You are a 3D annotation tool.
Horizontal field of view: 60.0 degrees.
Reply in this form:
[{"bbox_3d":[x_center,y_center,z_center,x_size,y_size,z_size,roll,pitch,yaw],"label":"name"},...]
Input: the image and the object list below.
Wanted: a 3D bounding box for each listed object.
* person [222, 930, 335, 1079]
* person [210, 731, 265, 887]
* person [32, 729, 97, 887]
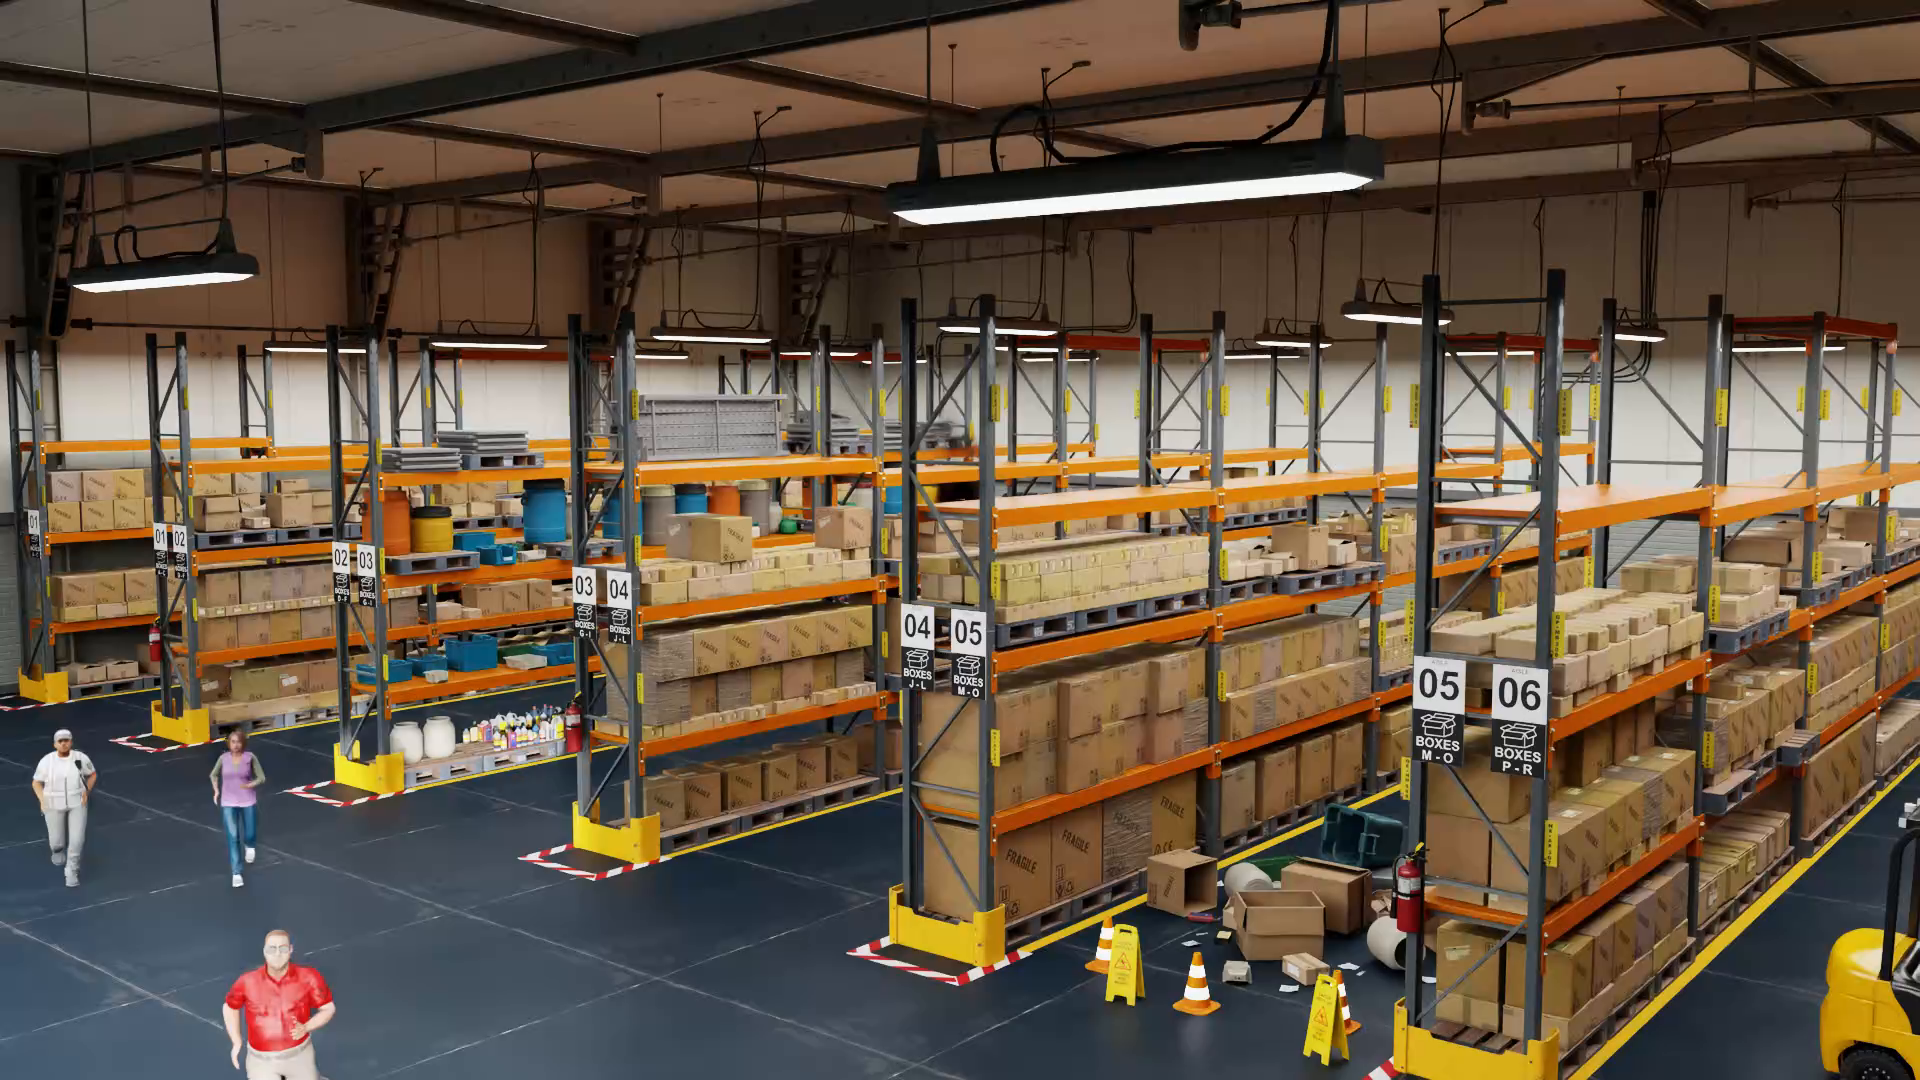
[{"bbox_3d":[-4.370,3.347,10.702,0.674,1.696,0.921,-2,6,-23],"label":"person"},{"bbox_3d":[-7.618,2.793,17.555,0.546,1.572,0.831,-2,5,-21],"label":"person"},{"bbox_3d":[-9.399,2.792,17.495,0.608,1.629,0.607,-3,6,-31],"label":"person"}]
